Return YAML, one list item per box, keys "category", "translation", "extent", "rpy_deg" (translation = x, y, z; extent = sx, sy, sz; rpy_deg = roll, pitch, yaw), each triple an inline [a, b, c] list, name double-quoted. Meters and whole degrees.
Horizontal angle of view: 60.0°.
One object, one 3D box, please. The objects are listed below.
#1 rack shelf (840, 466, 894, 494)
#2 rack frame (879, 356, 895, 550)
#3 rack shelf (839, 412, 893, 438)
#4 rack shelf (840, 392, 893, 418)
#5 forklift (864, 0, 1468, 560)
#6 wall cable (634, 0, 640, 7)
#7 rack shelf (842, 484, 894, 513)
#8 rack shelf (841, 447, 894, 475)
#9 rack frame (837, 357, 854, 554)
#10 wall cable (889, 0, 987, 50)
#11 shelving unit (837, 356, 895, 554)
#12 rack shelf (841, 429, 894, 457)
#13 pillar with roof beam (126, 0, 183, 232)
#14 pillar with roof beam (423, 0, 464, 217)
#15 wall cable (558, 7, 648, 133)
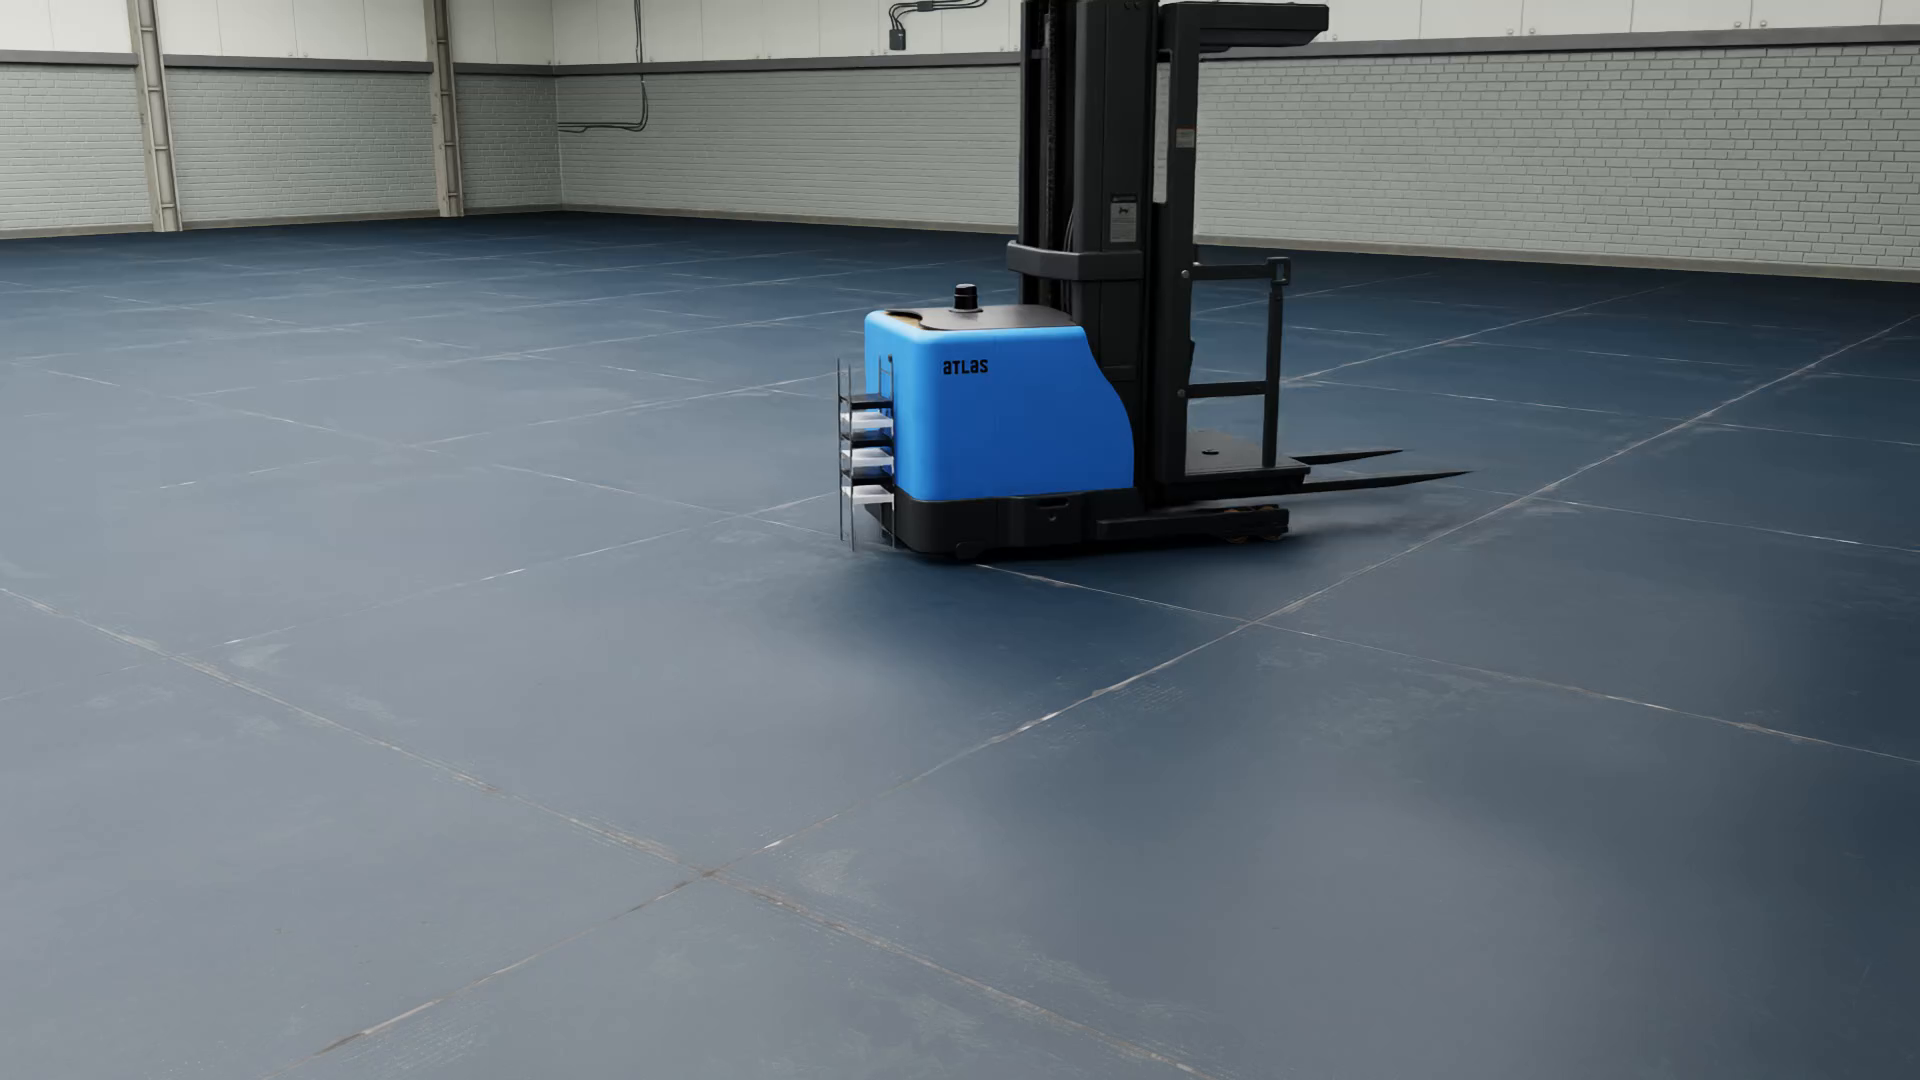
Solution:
- category: "rack shelf"
  translation: [-0.445, -0.288, 7.929]
  extent: [0.200, 0.077, 0.258]
  rpy_deg: [-5, 15, -17]
- category: "rack frame"
  translation: [-0.349, -0.415, 7.929]
  extent: [0.006, 0.900, 0.240]
  rpy_deg: [-5, 15, -17]
- category: "rack shelf"
  translation: [-0.445, -0.550, 7.863]
  extent: [0.200, 0.077, 0.258]
  rpy_deg: [-5, 15, -17]
- category: "rack shelf"
  translation: [-0.445, -0.637, 7.841]
  extent: [0.200, 0.077, 0.258]
  rpy_deg: [-5, 15, -17]
- category: "forklift"
  translation: [1.091, -1.521, 8.158]
  extent: [3.031, 2.935, 1.130]
  rpy_deg: [-5, 15, -17]
- category: "wall cable"
  translation: [-5.636, -12.007, 33.160]
  extent: [3.097, 2.526, 0.112]
  rpy_deg: [11, 18, 38]
- category: "rack shelf"
  translation: [-0.445, -0.201, 7.951]
  extent: [0.200, 0.077, 0.258]
  rpy_deg: [-5, 15, -17]
- category: "rack shelf"
  translation: [-0.445, -0.375, 7.907]
  extent: [0.200, 0.077, 0.258]
  rpy_deg: [-5, 15, -17]
- category: "rack frame"
  translation: [-0.542, -0.400, 7.868]
  extent: [0.006, 0.900, 0.240]
  rpy_deg: [-5, 15, -17]
- category: "wall cable"
  translation: [-0.366, -11.659, 28.834]
  extent: [2.305, 6.003, 0.169]
  rpy_deg: [11, 18, 38]
- category: "shelving unit"
  translation: [-0.445, -0.407, 7.899]
  extent: [0.210, 0.900, 0.258]
  rpy_deg: [-5, 15, -17]
- category: "rack shelf"
  translation: [-0.445, -0.462, 7.885]
  extent: [0.200, 0.077, 0.258]
  rpy_deg: [-5, 15, -17]
- category: "pillar with roof beam"
  translation: [-11.042, -9.308, 26.487]
  extent: [9.100, 9.000, 0.400]
  rpy_deg: [11, 18, 38]
- category: "pillar with roof beam"
  translation: [-7.271, -10.457, 31.010]
  extent: [9.100, 9.000, 0.400]
  rpy_deg: [11, 18, 38]
- category: "wall cable"
  translation: [-7.740, -9.978, 35.430]
  extent: [3.097, 2.526, 0.112]
  rpy_deg: [11, 18, 38]
